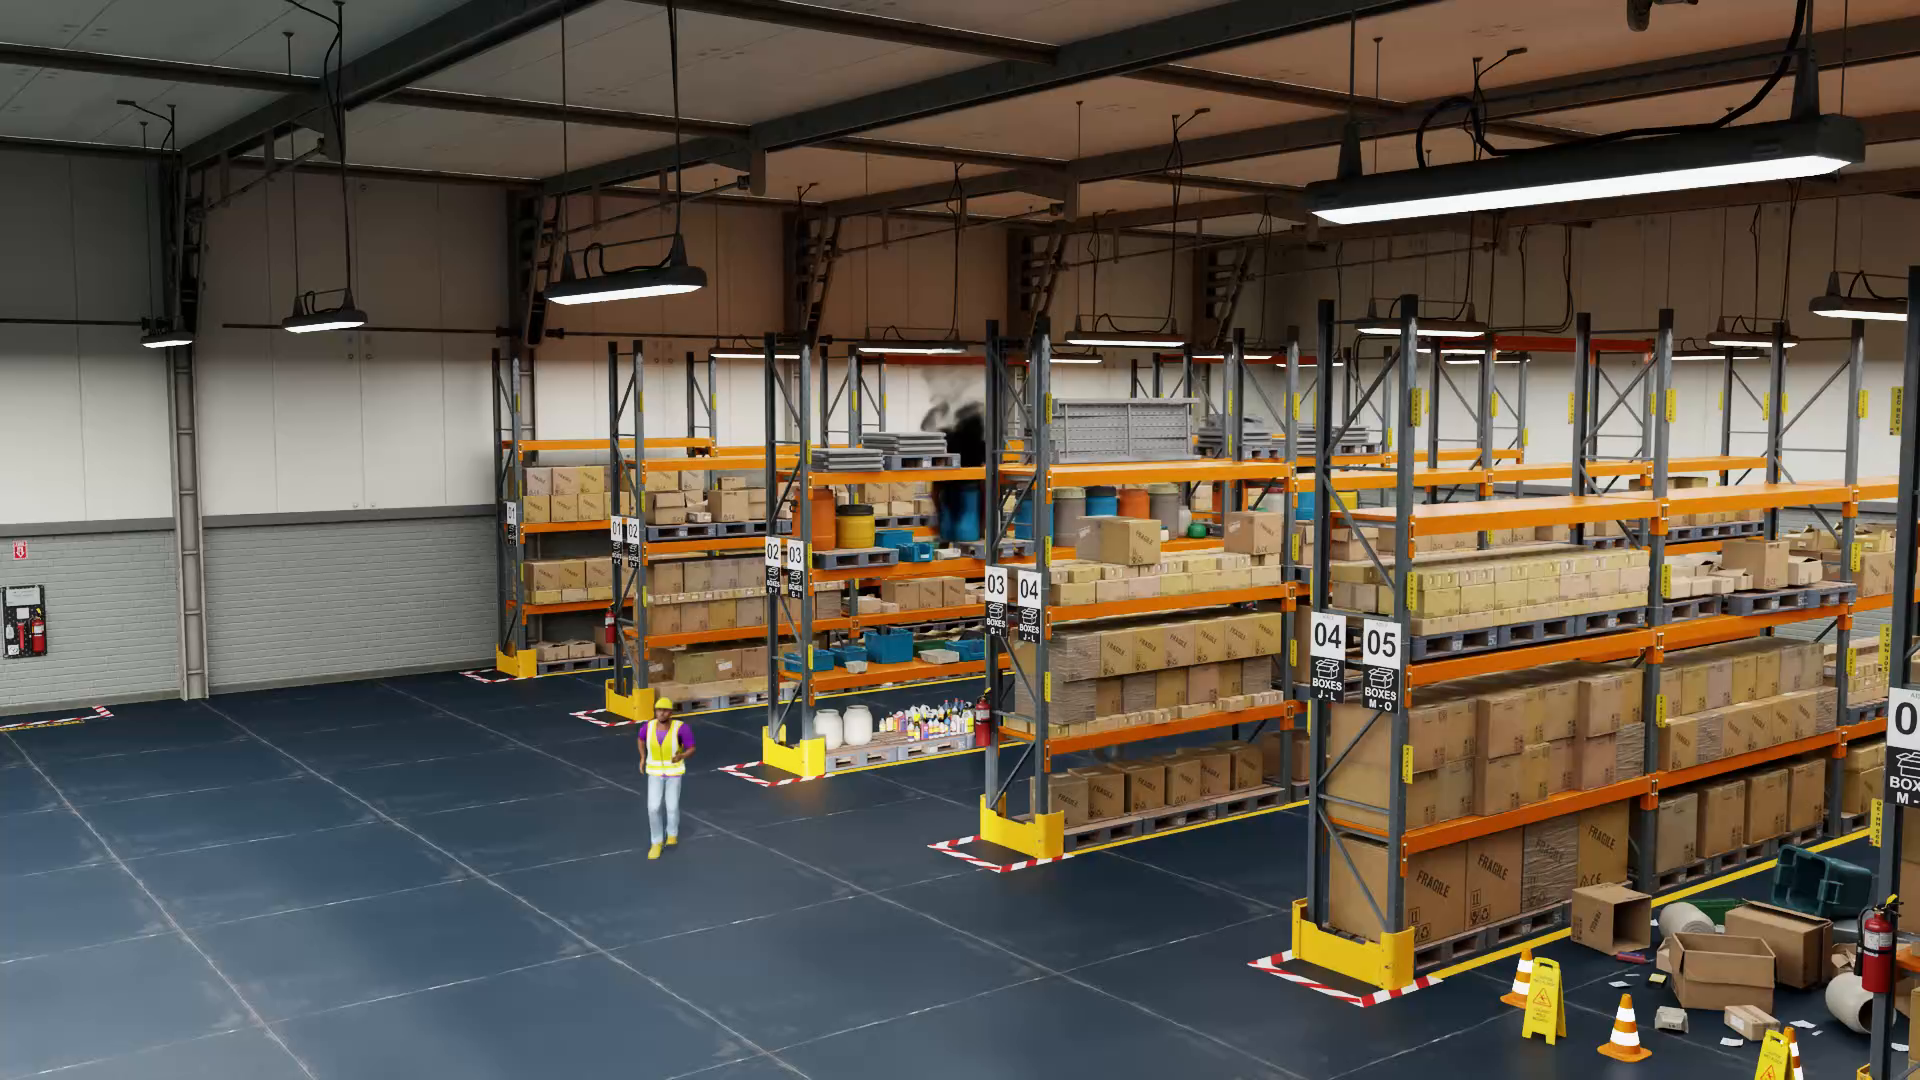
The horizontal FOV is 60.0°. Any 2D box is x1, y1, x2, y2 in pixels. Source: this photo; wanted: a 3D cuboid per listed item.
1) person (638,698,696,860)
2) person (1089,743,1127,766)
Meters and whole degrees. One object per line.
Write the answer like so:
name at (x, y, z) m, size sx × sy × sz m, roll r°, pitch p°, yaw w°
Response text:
person at (-3.296, 2.662, 18.668) m, size 0.679 × 1.821 × 0.761 m, roll 0°, pitch 5°, yaw -4°
person at (1.962, 2.395, 21.618) m, size 0.674 × 1.791 × 0.640 m, roll -4°, pitch 7°, yaw -39°
